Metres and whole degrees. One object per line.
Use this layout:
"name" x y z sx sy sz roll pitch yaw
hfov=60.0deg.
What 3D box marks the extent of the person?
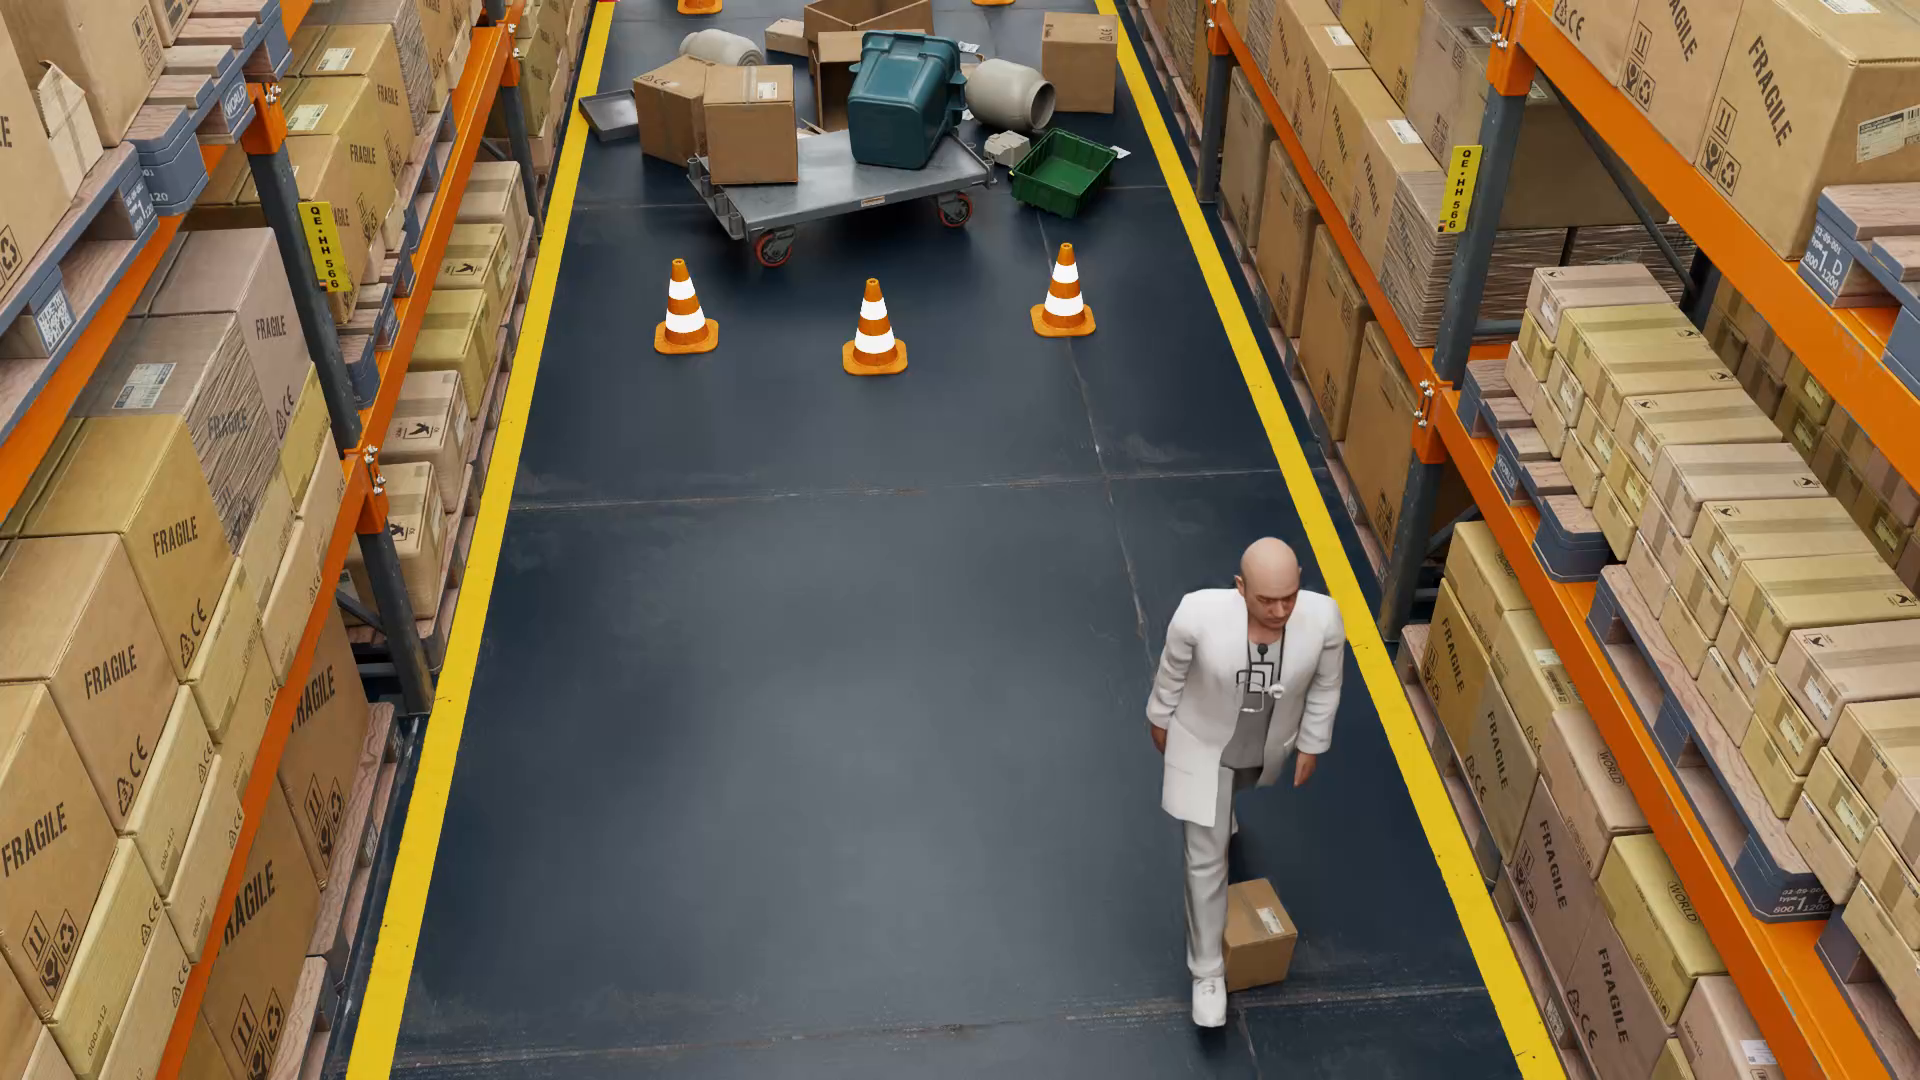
"person" 0.917 0.634 5.412 0.586 1.718 1.216 -4 39 -5
